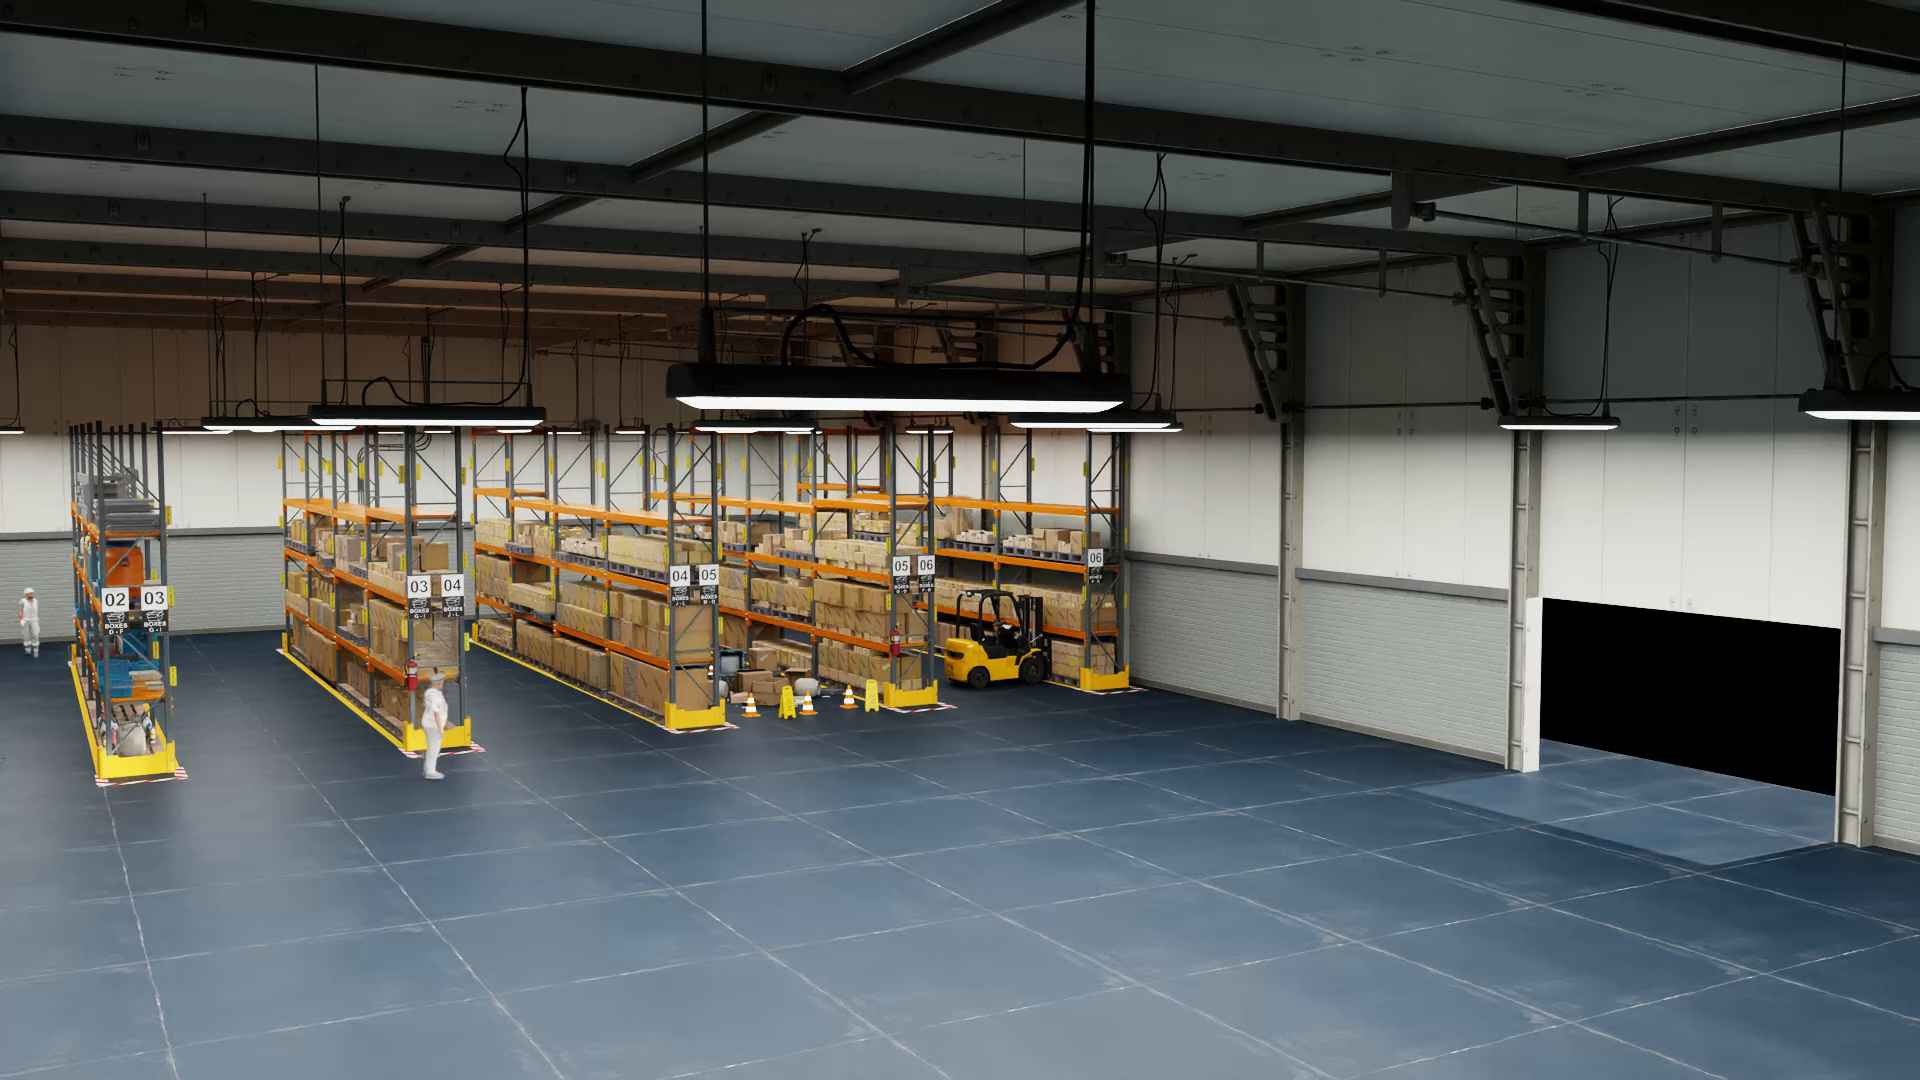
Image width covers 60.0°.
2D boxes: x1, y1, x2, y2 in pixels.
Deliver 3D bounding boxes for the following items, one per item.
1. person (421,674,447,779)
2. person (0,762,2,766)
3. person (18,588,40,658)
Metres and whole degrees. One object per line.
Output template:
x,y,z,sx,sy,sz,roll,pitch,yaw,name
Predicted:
-8.813,3.122,27.878,0.415,1.758,0.586,-1,4,-20,person
-17.025,3.072,28.822,1.082,1.738,0.528,3,5,40,person
-24.296,2.149,43.395,0.479,1.781,0.840,-2,4,-31,person
